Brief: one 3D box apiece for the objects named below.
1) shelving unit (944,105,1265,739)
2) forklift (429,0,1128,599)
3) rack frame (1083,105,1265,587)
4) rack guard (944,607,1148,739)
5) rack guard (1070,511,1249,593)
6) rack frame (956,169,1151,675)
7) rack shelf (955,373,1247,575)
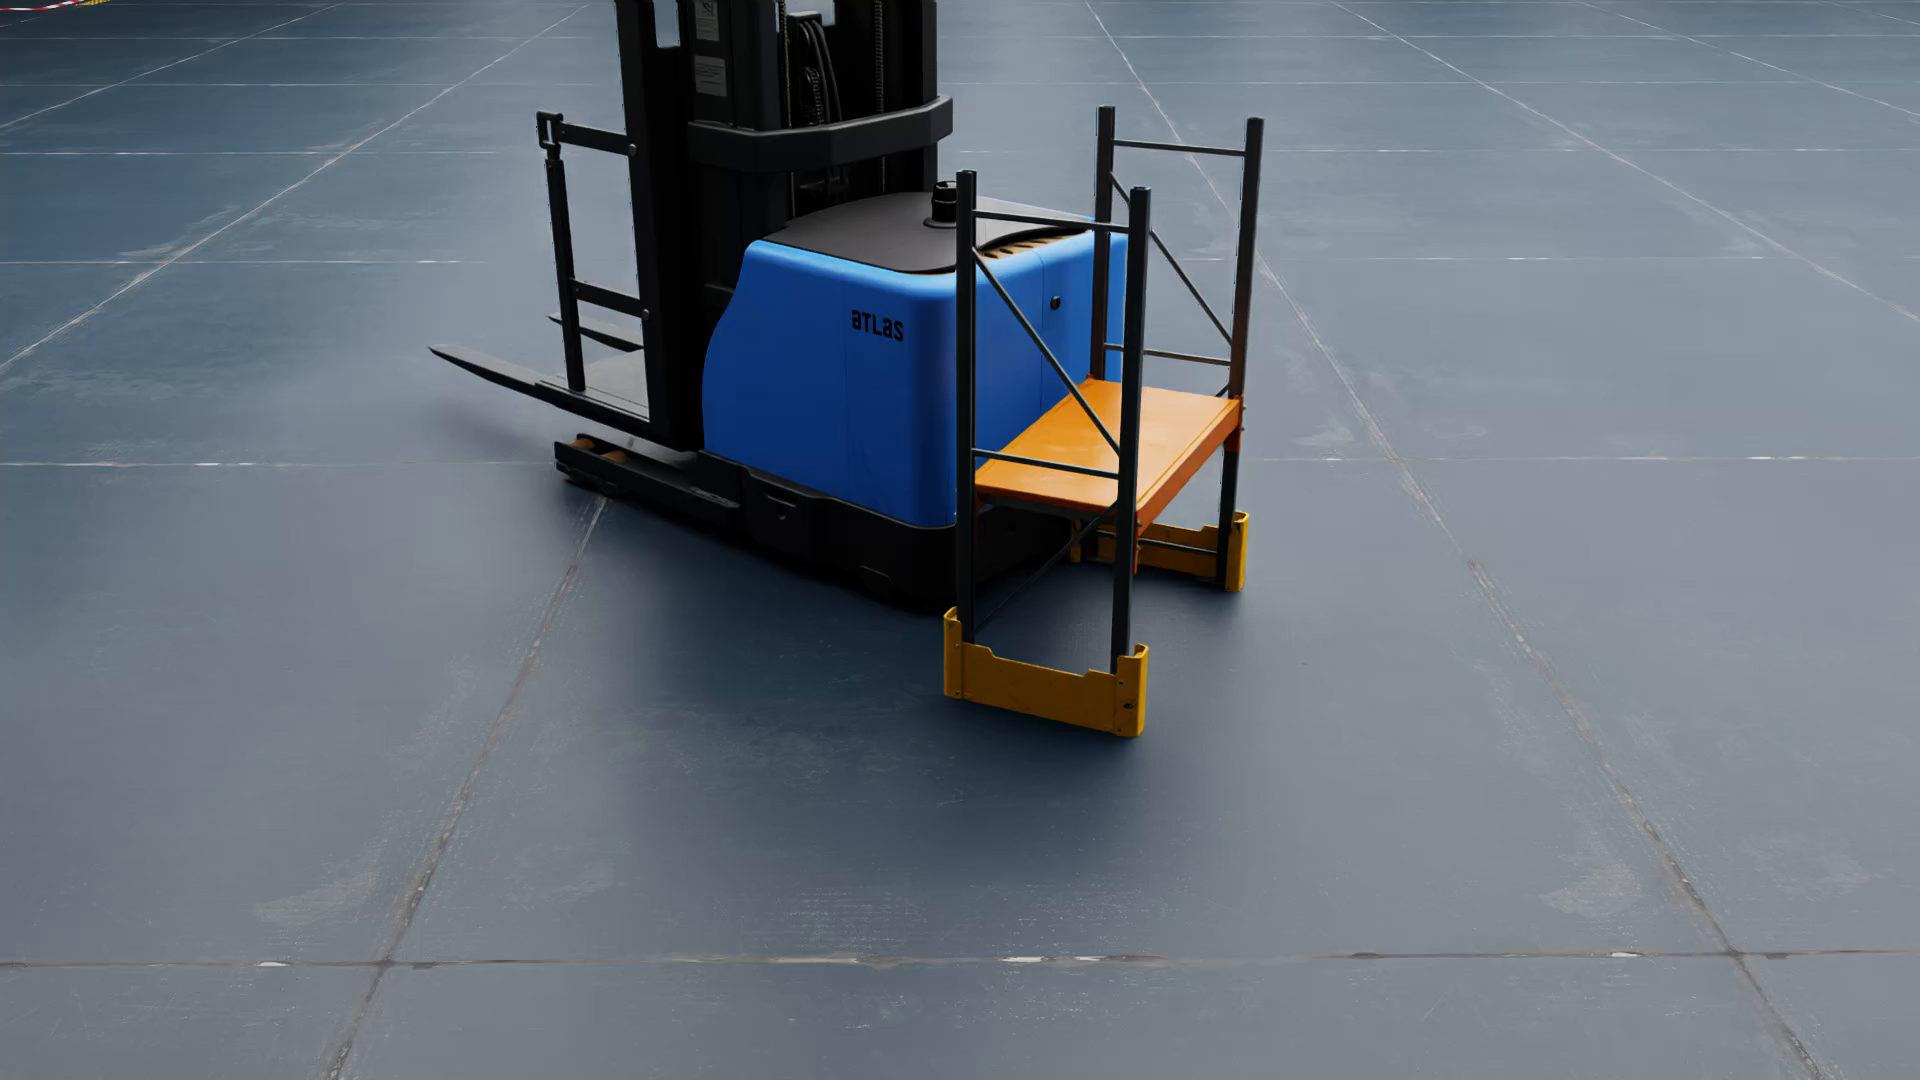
[{"bbox_3d":[0.440,-0.390,4.791,0.587,1.500,1.083,11,26,22],"label":"shelving unit"},{"bbox_3d":[-0.878,-1.640,5.819,3.031,2.935,1.130,20,31,37],"label":"forklift"},{"bbox_3d":[0.648,-0.576,5.205,0.500,1.500,0.032,11,26,22],"label":"rack frame"},{"bbox_3d":[0.232,0.366,4.637,0.587,0.250,0.087,11,26,22],"label":"rack guard"},{"bbox_3d":[0.648,-0.007,5.461,0.587,0.250,0.087,11,26,22],"label":"rack guard"},{"bbox_3d":[0.224,-0.196,4.363,0.500,1.500,0.032,11,26,22],"label":"rack frame"},{"bbox_3d":[0.436,-0.222,4.858,0.538,0.185,1.000,11,26,22],"label":"rack shelf"}]
